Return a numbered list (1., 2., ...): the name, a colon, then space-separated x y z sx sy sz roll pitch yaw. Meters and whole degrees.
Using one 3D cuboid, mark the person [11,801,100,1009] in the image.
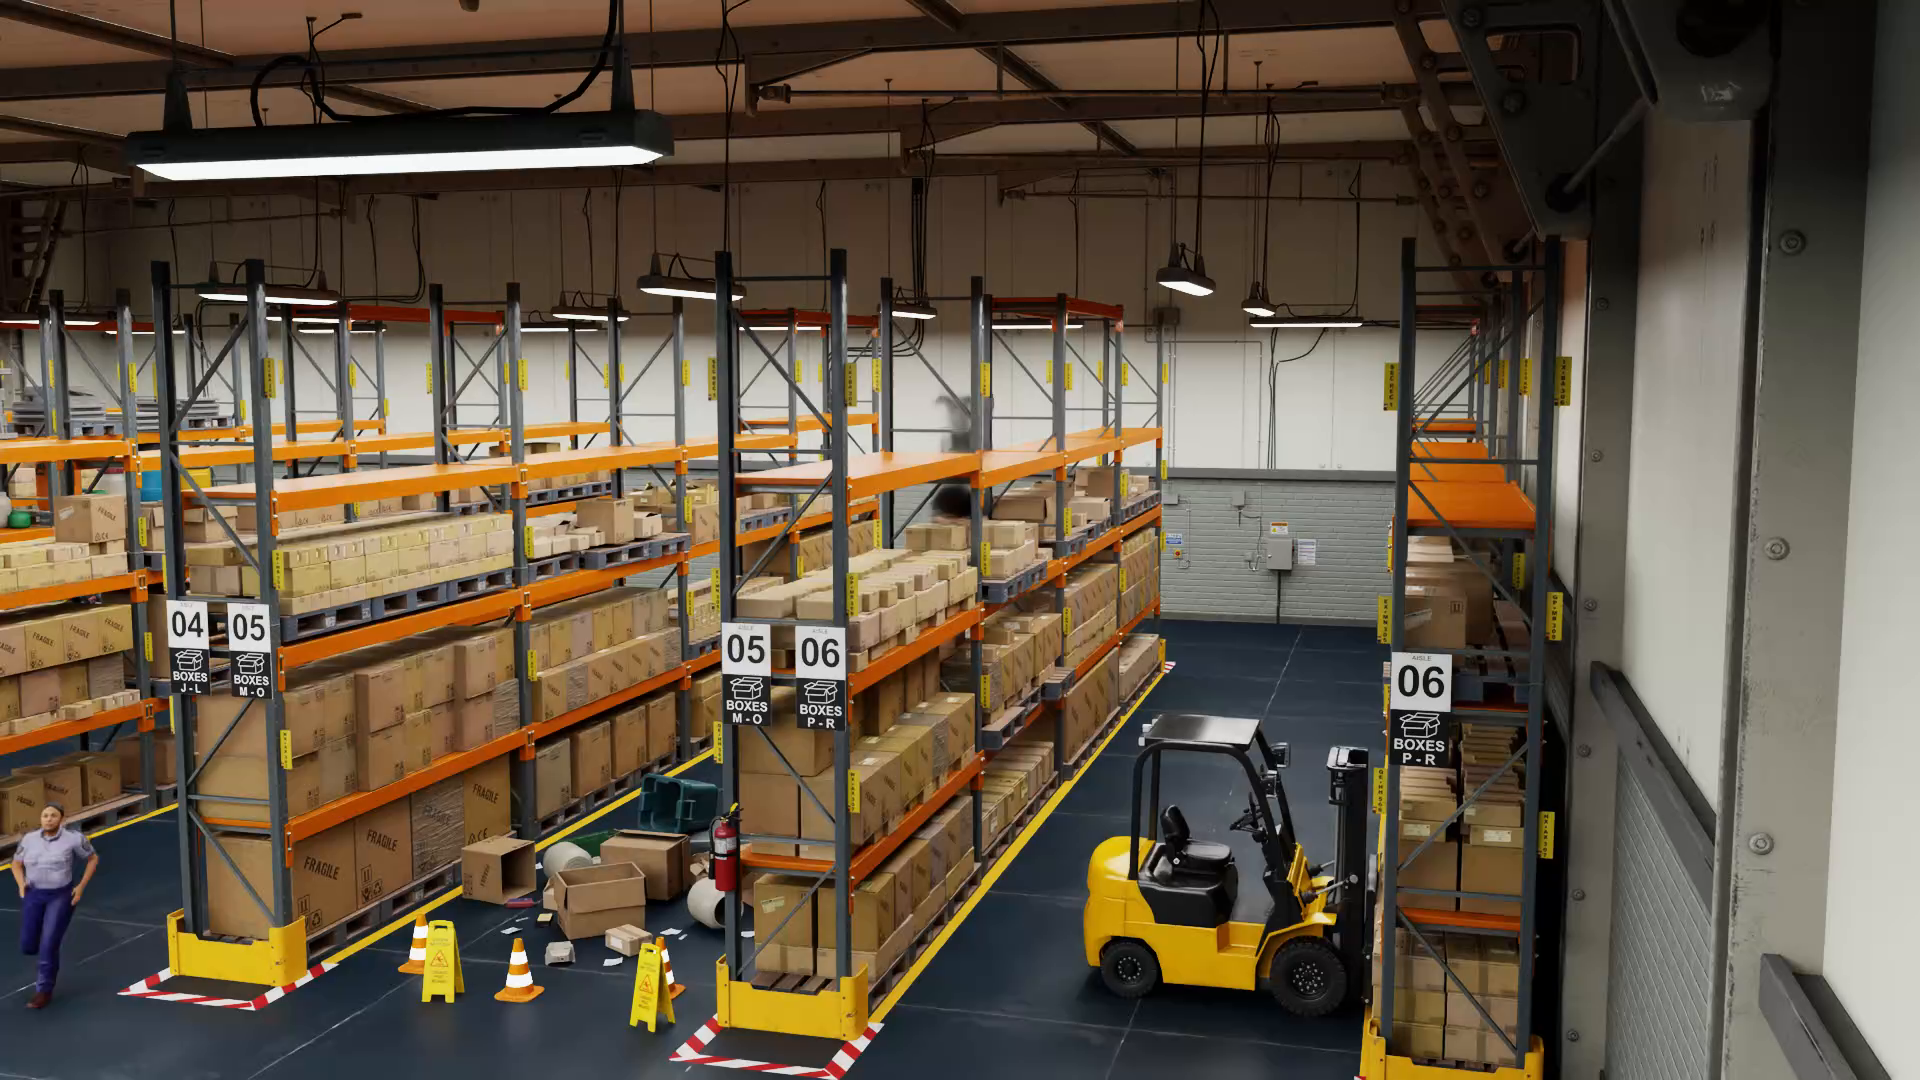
1. person: -7.420 2.936 13.654 0.646 1.617 0.754 -1 6 -11
